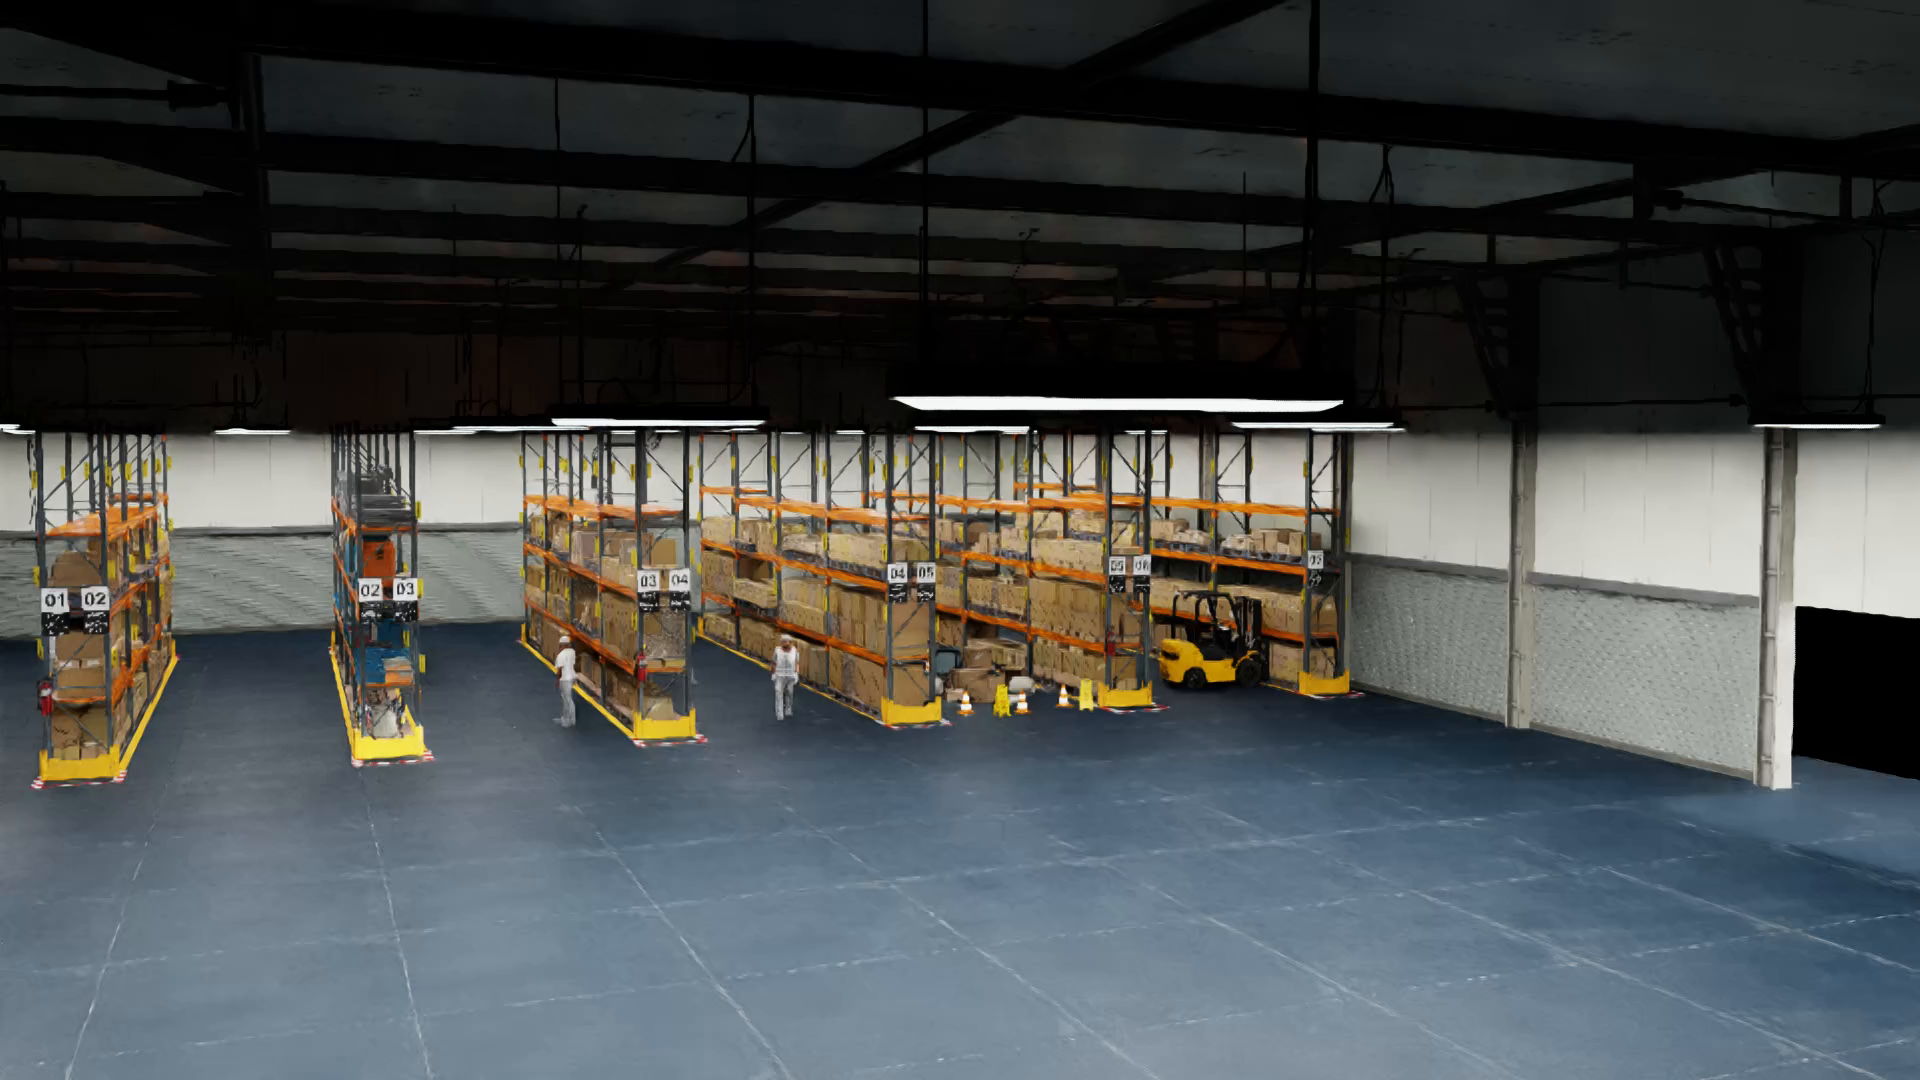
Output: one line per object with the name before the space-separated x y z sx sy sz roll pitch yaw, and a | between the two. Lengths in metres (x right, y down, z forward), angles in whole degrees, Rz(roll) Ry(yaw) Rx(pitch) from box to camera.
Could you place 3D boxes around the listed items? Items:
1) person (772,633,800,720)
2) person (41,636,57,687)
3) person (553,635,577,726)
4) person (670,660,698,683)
person | -3.518 2.744 33.671 0.554 1.722 1.037 -1 4 -13
person | -20.044 2.564 36.897 0.678 1.717 0.536 -2 4 -24
person | -7.840 2.766 32.940 0.580 1.763 0.673 1 4 10
person | -6.442 2.492 38.497 0.483 1.616 0.995 -2 4 -31
